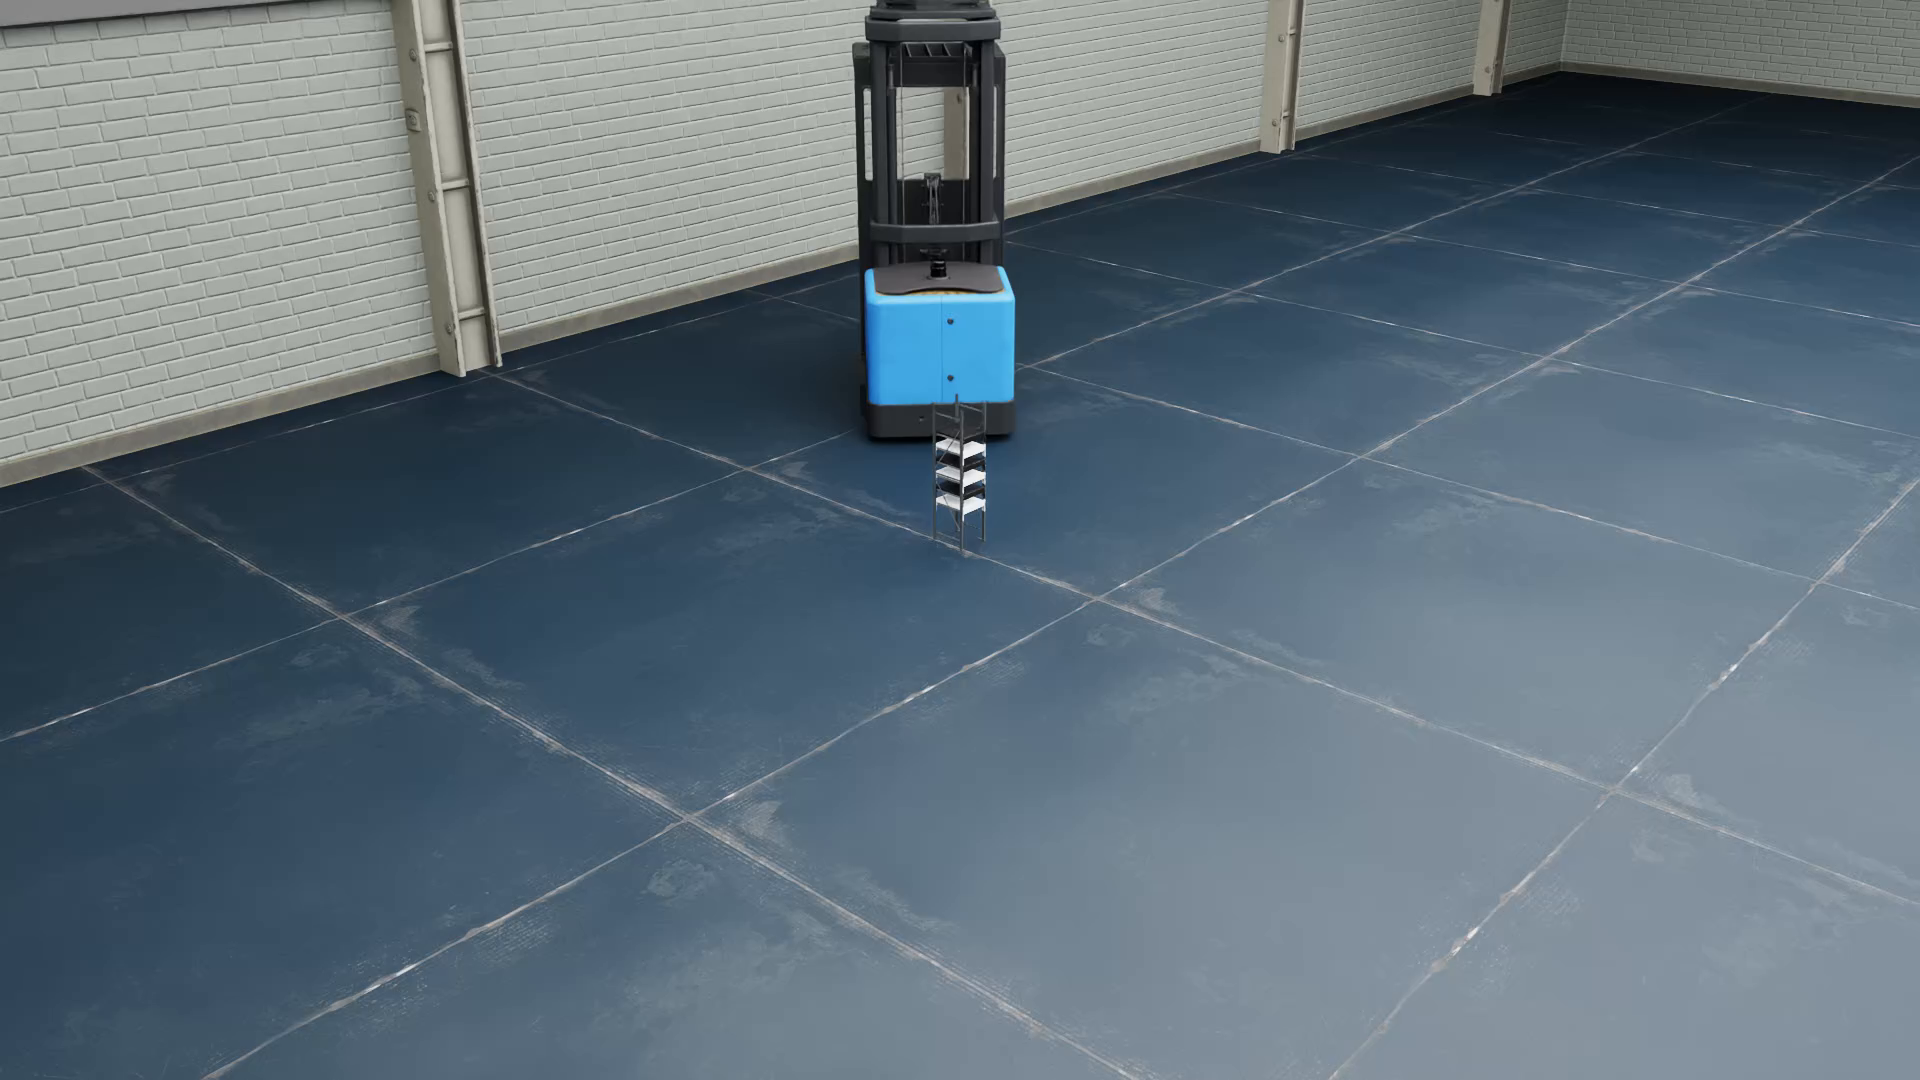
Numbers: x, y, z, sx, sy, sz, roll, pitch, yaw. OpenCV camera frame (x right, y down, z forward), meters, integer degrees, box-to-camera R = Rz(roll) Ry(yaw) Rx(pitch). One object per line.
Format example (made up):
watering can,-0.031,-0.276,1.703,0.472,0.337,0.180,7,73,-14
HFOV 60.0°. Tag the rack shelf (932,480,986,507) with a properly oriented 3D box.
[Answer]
rack shelf,-0.005,-0.296,10.111,0.258,0.077,0.200,20,31,38

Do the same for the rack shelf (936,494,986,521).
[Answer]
rack shelf,-0.005,-0.213,10.148,0.258,0.077,0.200,20,31,38

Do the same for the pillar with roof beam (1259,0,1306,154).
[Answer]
pillar with roof beam,7.291,-7.973,17.033,9.100,9.000,0.400,20,31,38

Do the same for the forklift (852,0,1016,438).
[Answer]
forklift,-0.234,-2.621,12.514,1.130,2.935,3.031,-2,24,-4

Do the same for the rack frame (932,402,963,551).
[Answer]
rack frame,-0.073,-0.377,9.991,0.240,0.900,0.006,20,31,38

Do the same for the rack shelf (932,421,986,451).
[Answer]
rack shelf,-0.005,-0.624,9.964,0.258,0.077,0.200,20,31,38

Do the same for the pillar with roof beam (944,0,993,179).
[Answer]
pillar with roof beam,3.287,-6.145,12.956,9.100,9.000,0.400,20,31,38

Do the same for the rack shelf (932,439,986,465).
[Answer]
rack shelf,-0.005,-0.542,10.000,0.258,0.077,0.200,20,31,38

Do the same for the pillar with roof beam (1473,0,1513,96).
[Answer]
pillar with roof beam,11.296,-9.801,21.111,9.100,9.000,0.400,20,31,38

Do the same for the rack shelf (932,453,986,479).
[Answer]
rack shelf,-0.005,-0.460,10.037,0.258,0.077,0.200,20,31,38

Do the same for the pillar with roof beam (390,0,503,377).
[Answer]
pillar with roof beam,-0.718,-4.317,8.879,9.100,9.000,0.400,20,31,38

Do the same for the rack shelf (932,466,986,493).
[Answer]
rack shelf,-0.005,-0.378,10.074,0.258,0.077,0.200,20,31,38

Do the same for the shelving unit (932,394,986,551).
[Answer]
shelving unit,-0.005,-0.408,10.060,0.258,0.900,0.210,20,31,38

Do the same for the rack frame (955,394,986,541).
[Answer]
rack frame,0.062,-0.439,10.129,0.240,0.900,0.006,20,31,38
